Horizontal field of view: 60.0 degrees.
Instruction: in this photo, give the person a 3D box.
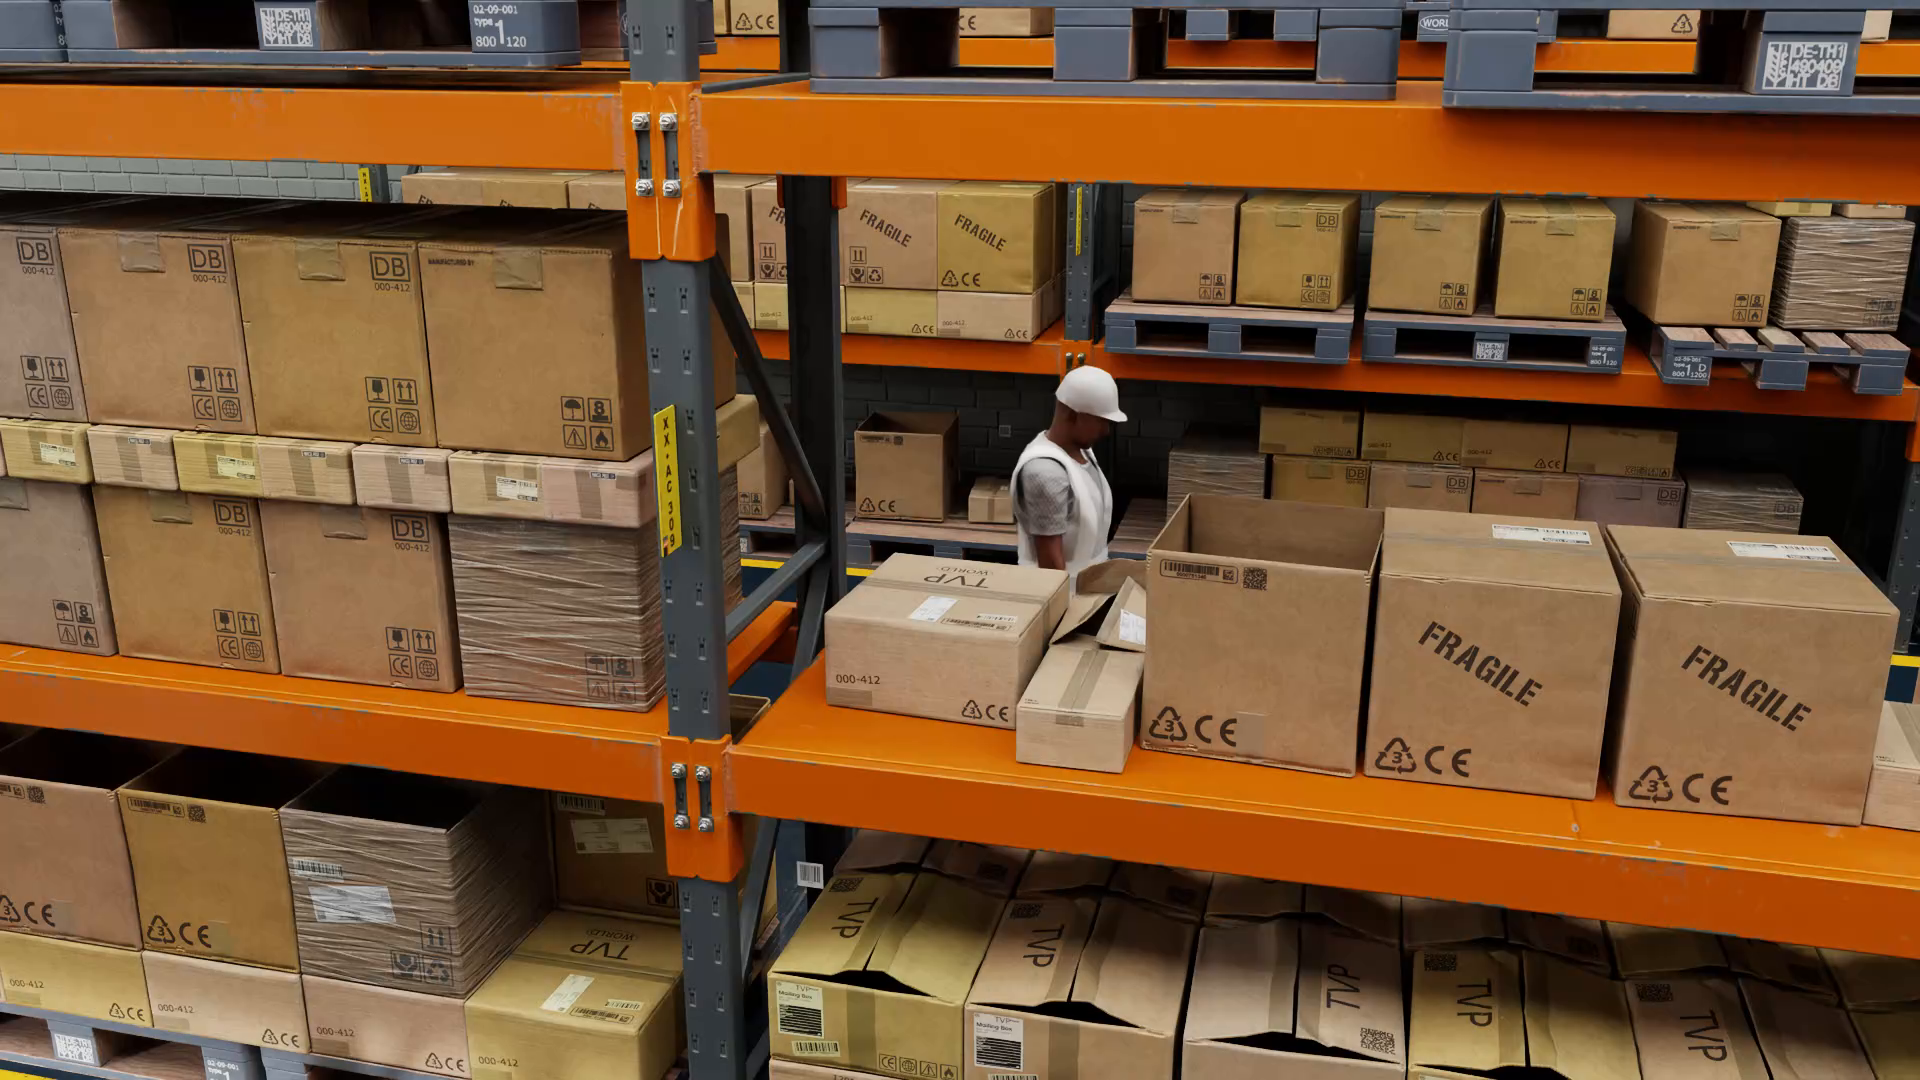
[{"bbox_3d":[0.399,0.227,6.120,0.388,1.767,0.557,5,19,15],"label":"person"}]
